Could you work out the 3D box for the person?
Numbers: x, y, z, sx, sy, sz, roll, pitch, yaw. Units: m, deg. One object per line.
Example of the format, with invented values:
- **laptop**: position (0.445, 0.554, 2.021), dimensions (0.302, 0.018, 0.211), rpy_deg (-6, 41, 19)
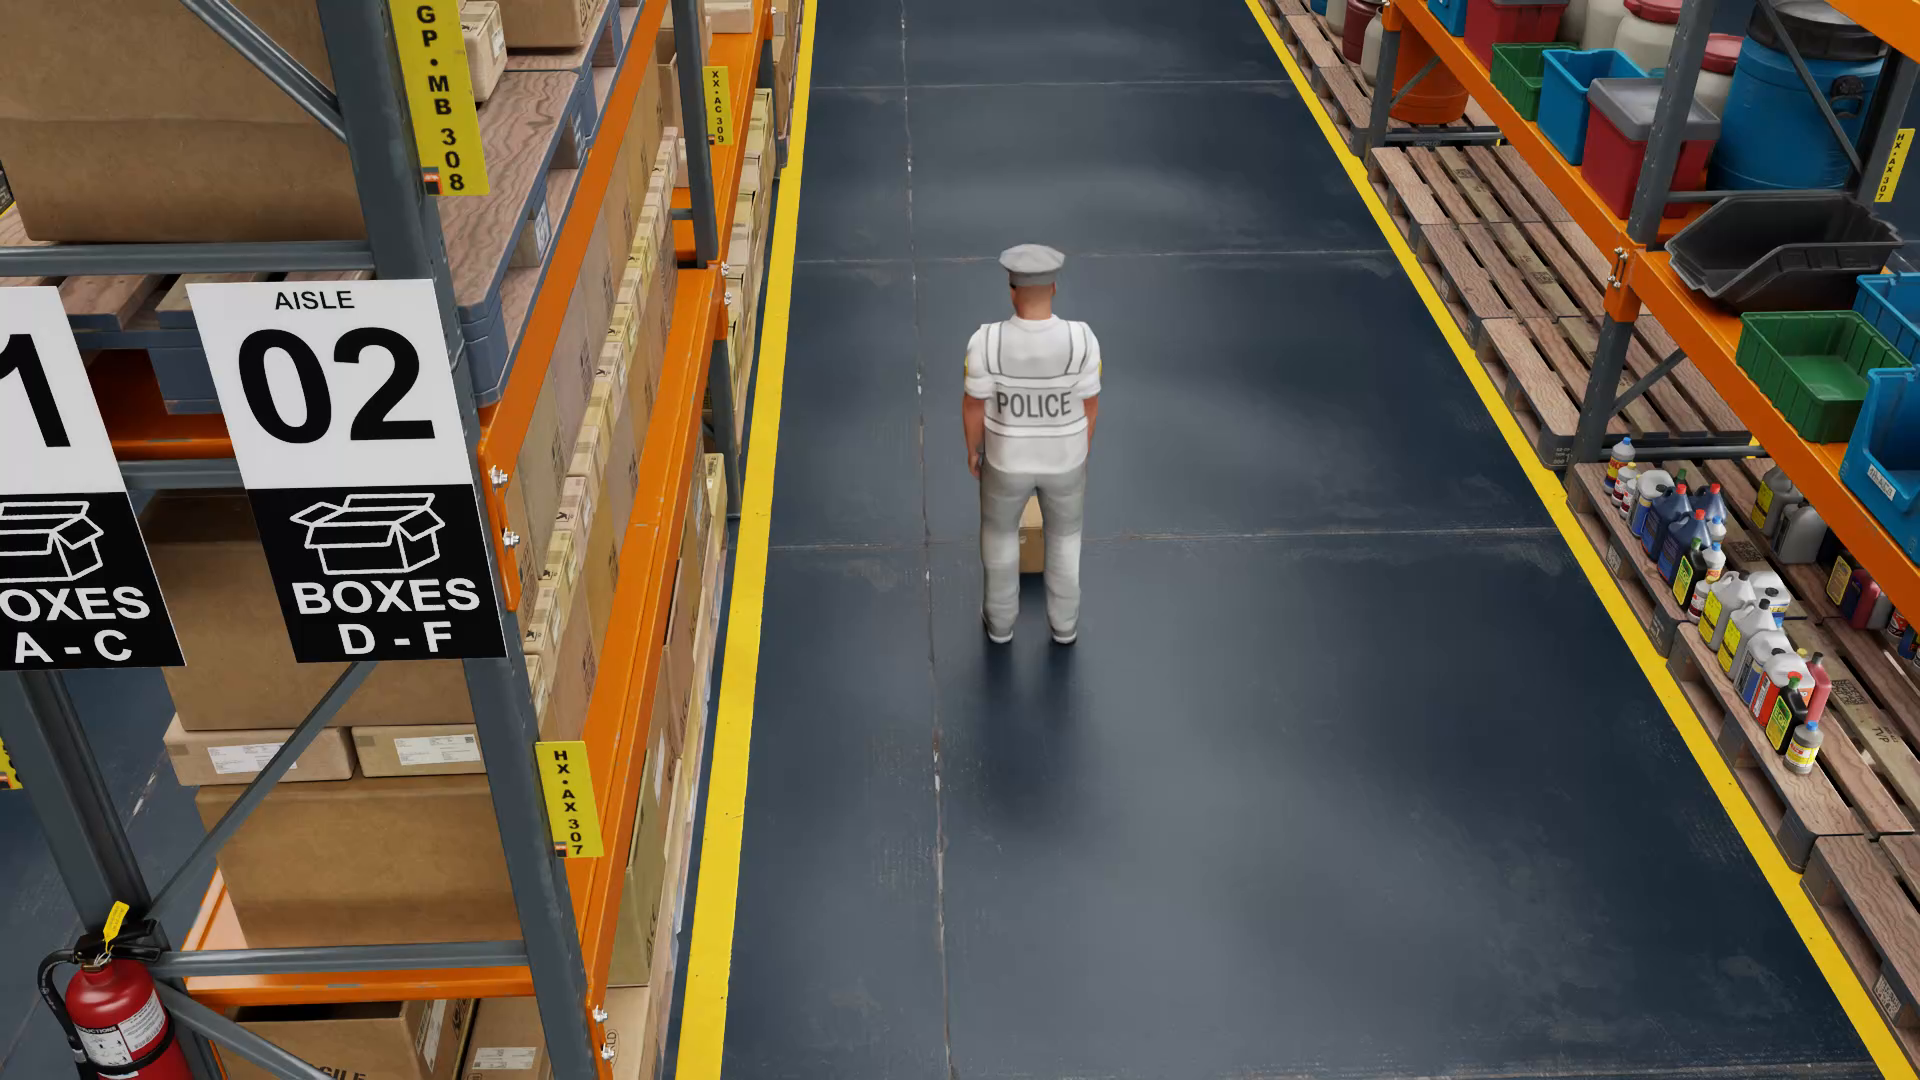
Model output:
- **person**: position (0.274, -0.344, 6.647), dimensions (0.531, 1.738, 0.391), rpy_deg (-1, 35, -1)
